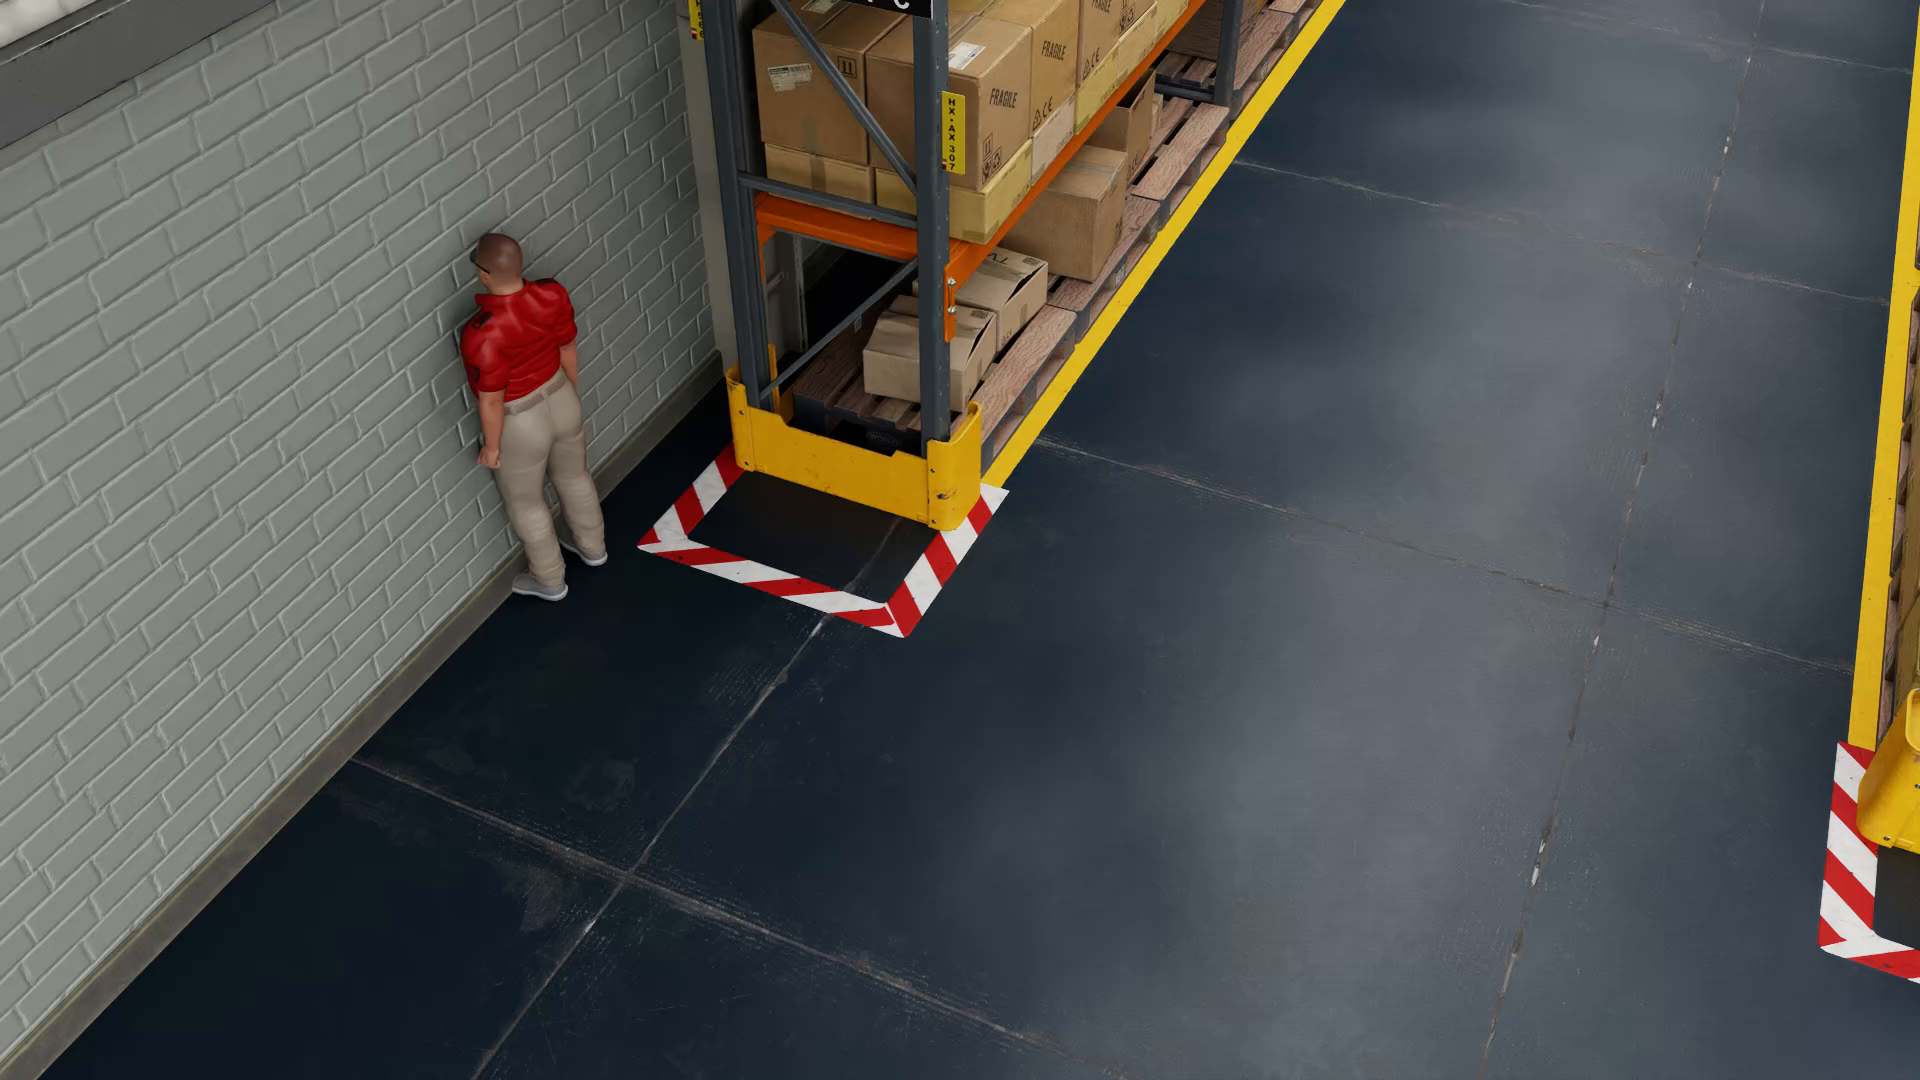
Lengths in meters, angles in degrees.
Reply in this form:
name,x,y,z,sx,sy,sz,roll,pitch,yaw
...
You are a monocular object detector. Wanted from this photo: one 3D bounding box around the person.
name,x,y,z,sx,sy,sz,roll,pitch,yaw
person,-1.760,-0.500,6.735,0.379,1.728,0.519,24,47,25
